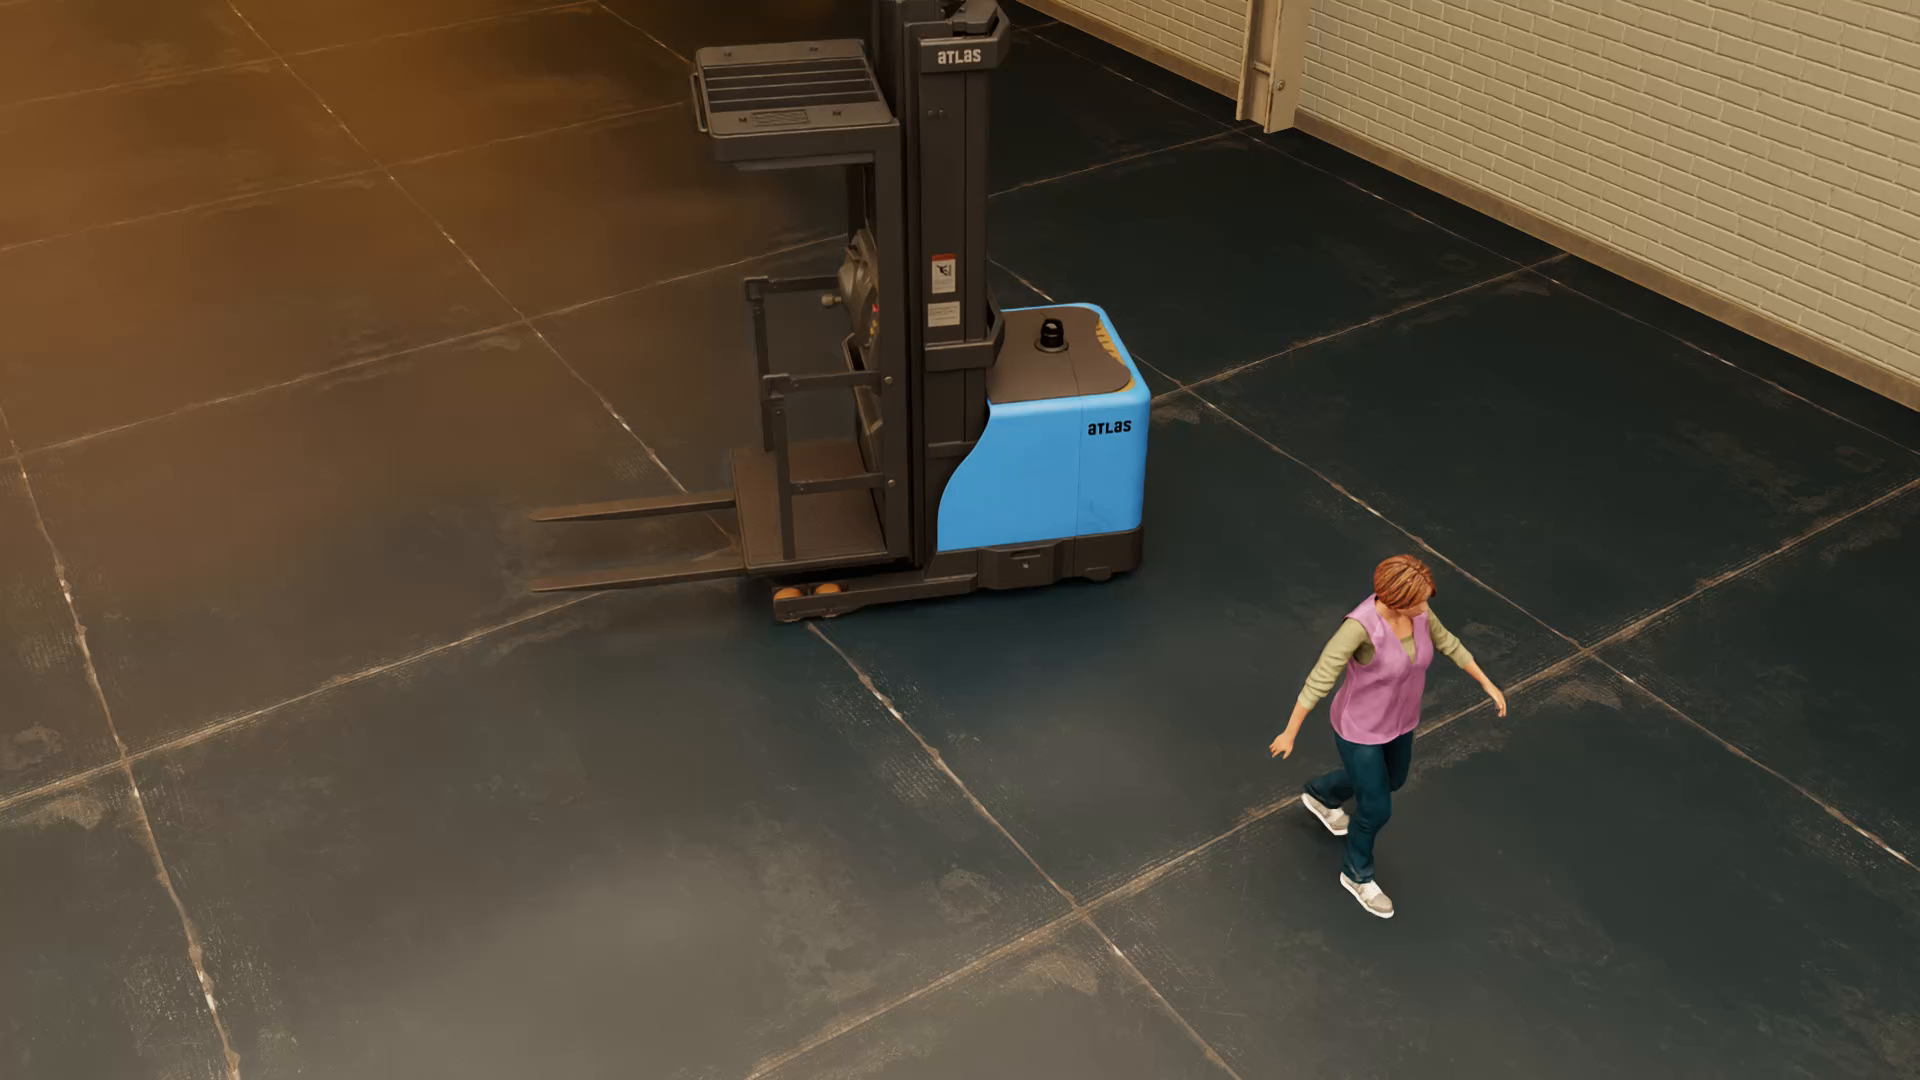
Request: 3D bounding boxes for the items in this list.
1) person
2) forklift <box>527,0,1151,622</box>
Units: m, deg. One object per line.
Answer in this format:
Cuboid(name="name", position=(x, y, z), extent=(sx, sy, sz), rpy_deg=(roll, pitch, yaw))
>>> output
Cuboid(name="person", position=(1.573, 0.708, 6.331), extent=(0.757, 1.576, 0.658), rpy_deg=(-25, 42, -31))
Cuboid(name="forklift", position=(-0.649, -1.128, 7.753), extent=(3.031, 2.935, 1.130), rpy_deg=(-6, 36, -9))
